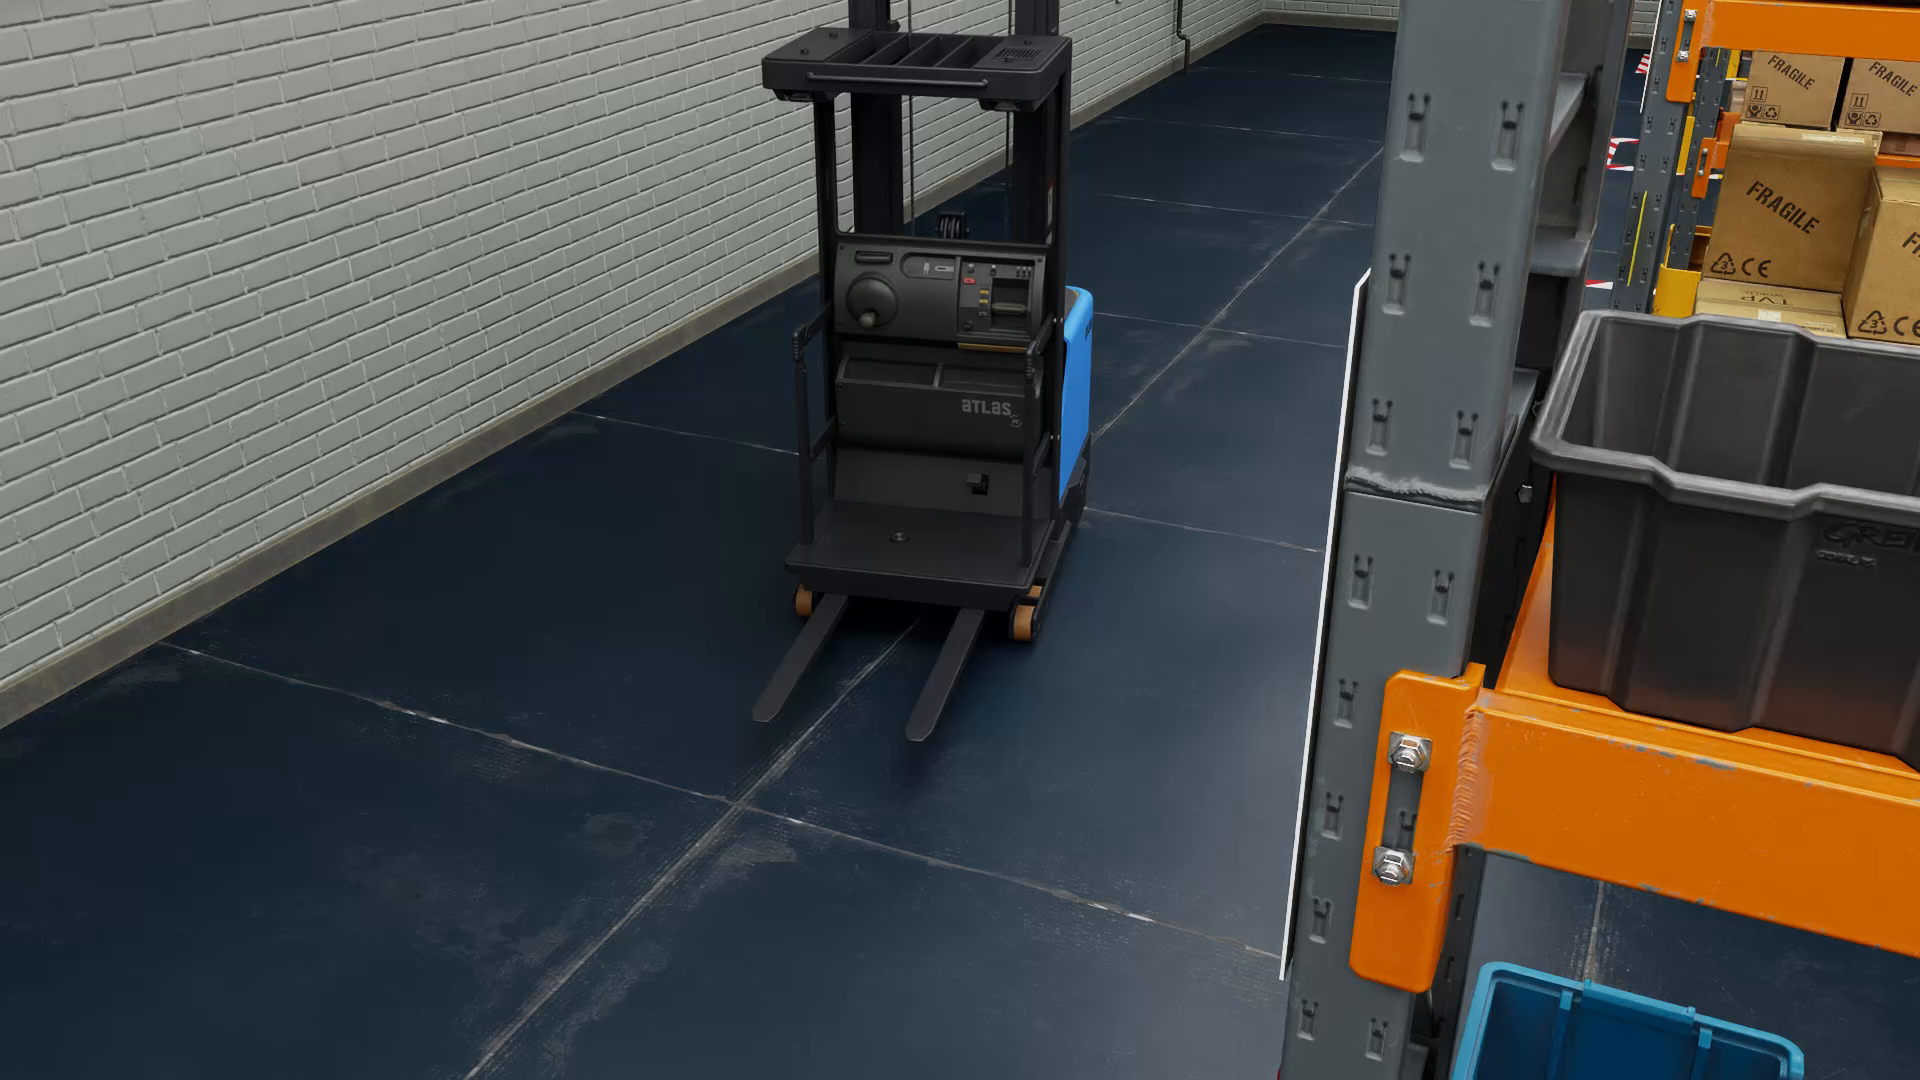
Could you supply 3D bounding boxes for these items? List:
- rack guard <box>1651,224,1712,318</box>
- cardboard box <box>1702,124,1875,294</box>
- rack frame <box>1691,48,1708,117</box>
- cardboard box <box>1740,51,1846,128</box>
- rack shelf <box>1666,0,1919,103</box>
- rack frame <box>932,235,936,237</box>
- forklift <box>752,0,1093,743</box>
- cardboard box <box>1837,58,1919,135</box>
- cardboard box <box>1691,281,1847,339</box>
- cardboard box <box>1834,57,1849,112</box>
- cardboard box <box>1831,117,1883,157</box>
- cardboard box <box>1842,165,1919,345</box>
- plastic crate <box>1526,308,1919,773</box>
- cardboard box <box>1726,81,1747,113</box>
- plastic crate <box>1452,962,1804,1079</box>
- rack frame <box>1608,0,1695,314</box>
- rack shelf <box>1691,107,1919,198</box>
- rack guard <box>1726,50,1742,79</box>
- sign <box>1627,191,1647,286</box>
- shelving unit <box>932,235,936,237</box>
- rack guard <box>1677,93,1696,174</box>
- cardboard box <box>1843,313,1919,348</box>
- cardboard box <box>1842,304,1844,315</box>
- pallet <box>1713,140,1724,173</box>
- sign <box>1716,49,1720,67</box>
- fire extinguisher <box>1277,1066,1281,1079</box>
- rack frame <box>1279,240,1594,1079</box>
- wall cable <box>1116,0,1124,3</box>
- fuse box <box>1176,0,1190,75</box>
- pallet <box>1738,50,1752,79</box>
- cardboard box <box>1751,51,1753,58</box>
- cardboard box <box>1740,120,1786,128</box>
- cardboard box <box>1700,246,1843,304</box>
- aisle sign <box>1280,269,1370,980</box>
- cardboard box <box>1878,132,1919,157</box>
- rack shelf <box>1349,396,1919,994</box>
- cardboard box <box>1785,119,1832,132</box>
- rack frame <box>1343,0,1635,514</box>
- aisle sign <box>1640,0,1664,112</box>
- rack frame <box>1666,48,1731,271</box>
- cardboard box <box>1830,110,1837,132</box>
[{"bbox_3d":[4.887,-1.722,11.182,0.348,0.500,1.175,11,28,22],"label":"rack guard"},{"bbox_3d":[3.225,-1.301,6.480,0.500,0.500,0.500,12,29,22],"label":"cardboard box"},{"bbox_3d":[6.775,-4.866,14.738,0.127,3.000,1.000,11,28,22],"label":"rack frame"},{"bbox_3d":[5.112,-2.843,10.178,0.500,0.500,0.500,13,29,24],"label":"cardboard box"},{"bbox_3d":[4.493,-1.539,5.398,4.000,0.370,1.077,11,28,22],"label":"rack shelf"},{"bbox_3d":[-0.159,-1.025,8.973,0.015,1.200,0.240,5,27,11],"label":"rack frame"},{"bbox_3d":[-0.136,-1.046,7.057,1.130,2.935,3.031,6,27,11],"label":"forklift"},{"bbox_3d":[5.610,-2.755,10.000,0.500,0.500,0.500,11,28,22],"label":"cardboard box"},{"bbox_3d":[2.998,-0.751,6.213,0.500,0.250,0.500,11,28,20],"label":"cardboard box"},{"bbox_3d":[5.800,-2.961,10.418,0.500,0.500,0.500,11,28,21],"label":"cardboard box"},{"bbox_3d":[5.448,-2.453,10.121,0.250,0.149,0.380,11,28,20],"label":"cardboard box"},{"bbox_3d":[3.453,-0.996,5.862,0.500,0.500,0.500,11,28,21],"label":"cardboard box"},{"bbox_3d":[0.857,0.005,1.595,0.590,0.269,0.497,11,28,22],"label":"plastic crate"},{"bbox_3d":[7.417,-3.825,15.048,0.875,0.438,0.875,10,28,20],"label":"cardboard box"},{"bbox_3d":[1.004,1.053,2.607,0.499,0.435,0.616,11,28,22],"label":"plastic crate"},{"bbox_3d":[2.672,-0.882,6.645,0.127,3.000,1.000,11,28,22],"label":"rack frame"},{"bbox_3d":[6.638,-2.169,10.074,4.000,0.370,1.077,11,28,22],"label":"rack shelf"},{"bbox_3d":[8.895,-5.727,19.317,0.348,0.500,1.175,11,28,22],"label":"rack guard"},{"bbox_3d":[2.437,-1.083,5.985,0.005,0.325,0.100,11,28,22],"label":"sign"},{"bbox_3d":[0.079,-1.002,8.927,0.503,1.200,0.258,5,27,11],"label":"shelving unit"},{"bbox_3d":[6.753,-3.749,15.299,0.348,0.500,1.175,11,28,22],"label":"rack guard"},{"bbox_3d":[3.474,-0.659,6.026,0.500,0.250,0.500,11,28,21],"label":"cardboard box"},{"bbox_3d":[3.685,-0.873,6.460,0.500,0.250,0.500,11,28,21],"label":"cardboard box"},{"bbox_3d":[7.535,-3.500,15.121,1.213,0.211,1.003,11,28,22],"label":"pallet"},{"bbox_3d":[4.593,-3.028,10.023,0.005,0.325,0.100,11,28,22],"label":"sign"},{"bbox_3d":[0.673,1.102,3.126,0.183,0.674,0.296,11,28,22],"label":"fire extinguisher"},{"bbox_3d":[0.622,1.110,2.600,0.127,3.000,1.000,11,28,22],"label":"rack frame"},{"bbox_3d":[1.632,-6.358,16.582,0.123,1.953,0.585,11,28,22],"label":"wall cable"},{"bbox_3d":[2.634,-6.128,18.759,0.414,1.711,0.539,11,28,22],"label":"fuse box"},{"bbox_3d":[9.621,-5.452,19.086,1.213,0.211,1.003,11,28,22],"label":"pallet"},{"bbox_3d":[9.343,-5.781,18.947,0.637,0.503,0.797,10,28,20],"label":"cardboard box"},{"bbox_3d":[4.977,-2.554,10.325,0.250,0.149,0.380,11,28,21],"label":"cardboard box"},{"bbox_3d":[3.223,-0.966,6.649,0.500,0.250,0.500,11,28,21],"label":"cardboard box"},{"bbox_3d":[0.434,0.050,1.810,0.004,0.787,0.394,11,28,22],"label":"aisle sign"},{"bbox_3d":[5.741,-2.461,10.137,0.250,0.149,0.380,13,29,24],"label":"cardboard box"},{"bbox_3d":[2.443,0.453,1.353,4.000,0.370,1.077,11,28,22],"label":"rack shelf"},{"bbox_3d":[5.226,-2.524,10.265,0.250,0.149,0.380,12,29,24],"label":"cardboard box"},{"bbox_3d":[0.622,-1.582,1.275,0.127,3.000,1.000,11,28,22],"label":"rack frame"},{"bbox_3d":[2.483,-1.940,5.852,0.004,0.787,0.394,11,28,22],"label":"aisle sign"},{"bbox_3d":[4.818,-2.857,10.658,0.127,3.000,1.000,11,28,22],"label":"rack frame"},{"bbox_3d":[5.677,-2.698,10.619,0.250,0.149,0.380,11,28,21],"label":"cardboard box"}]
